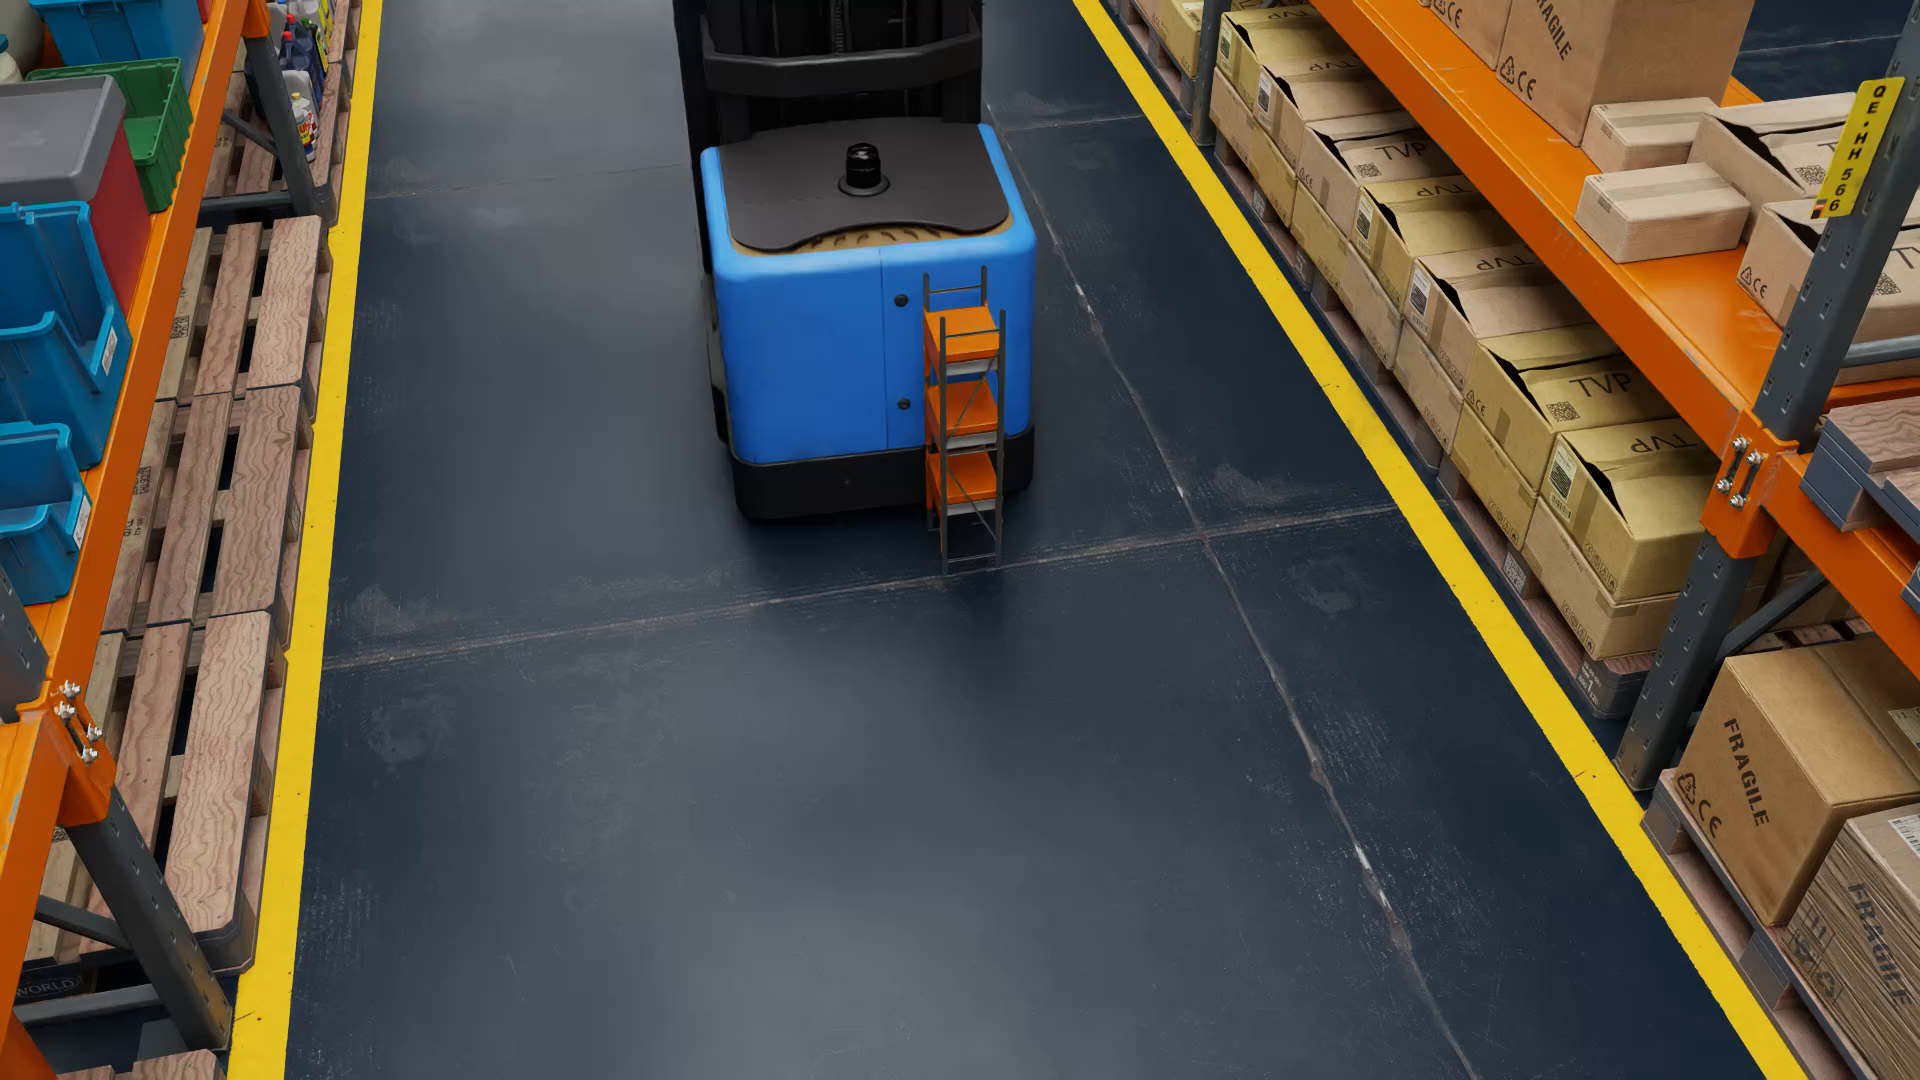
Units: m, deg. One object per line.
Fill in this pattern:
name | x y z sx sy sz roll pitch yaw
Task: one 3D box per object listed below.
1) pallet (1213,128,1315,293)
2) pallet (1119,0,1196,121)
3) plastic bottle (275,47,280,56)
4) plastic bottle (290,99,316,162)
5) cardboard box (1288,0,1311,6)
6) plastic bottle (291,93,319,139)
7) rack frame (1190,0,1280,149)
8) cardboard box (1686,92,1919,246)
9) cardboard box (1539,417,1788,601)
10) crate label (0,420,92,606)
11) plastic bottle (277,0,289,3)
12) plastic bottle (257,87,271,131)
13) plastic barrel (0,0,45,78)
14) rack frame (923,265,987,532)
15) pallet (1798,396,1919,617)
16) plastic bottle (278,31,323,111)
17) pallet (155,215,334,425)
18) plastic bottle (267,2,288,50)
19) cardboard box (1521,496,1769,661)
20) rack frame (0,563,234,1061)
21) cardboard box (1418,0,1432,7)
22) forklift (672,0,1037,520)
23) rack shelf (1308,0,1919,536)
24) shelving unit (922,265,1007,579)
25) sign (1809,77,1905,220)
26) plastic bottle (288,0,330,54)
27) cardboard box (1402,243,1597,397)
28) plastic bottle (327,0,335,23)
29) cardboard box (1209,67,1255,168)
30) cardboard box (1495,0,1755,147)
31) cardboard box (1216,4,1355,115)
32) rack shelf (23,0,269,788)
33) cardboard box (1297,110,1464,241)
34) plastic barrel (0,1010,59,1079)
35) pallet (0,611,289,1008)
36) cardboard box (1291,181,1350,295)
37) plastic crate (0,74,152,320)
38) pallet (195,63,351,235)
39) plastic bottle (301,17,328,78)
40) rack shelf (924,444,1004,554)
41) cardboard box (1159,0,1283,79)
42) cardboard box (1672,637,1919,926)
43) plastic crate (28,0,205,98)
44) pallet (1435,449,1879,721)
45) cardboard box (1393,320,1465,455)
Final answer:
pallet | 1.792 -1.561 7.350 1.003 0.211 1.213 -8 42 -9
pallet | 1.464 -2.555 8.469 1.003 0.211 1.213 -8 42 -9
plastic bottle | -3.161 -2.172 7.661 0.097 0.271 0.097 0 42 0
plastic bottle | -2.883 -1.782 7.222 0.097 0.271 0.097 0 42 0
cardboard box | 1.801 -2.831 7.869 0.500 0.500 0.500 -8 42 -9
plastic bottle | -2.927 -1.888 7.394 0.097 0.201 0.097 0 42 0
rack frame | 1.595 -3.076 6.956 1.000 3.000 0.127 -8 42 -9
cardboard box | 2.454 -1.057 4.749 0.500 0.311 0.500 -9 42 -10
cardboard box | 2.105 -0.126 4.965 0.500 0.311 0.500 -7 42 -8
crate label | -2.104 -0.040 3.662 0.303 0.233 0.416 -8 42 -9
plastic bottle | -3.341 -2.665 8.269 0.097 0.201 0.097 0 42 0
plastic bottle | -3.083 -1.977 7.432 0.061 0.283 0.133 -8 42 -9
plastic barrel | -3.250 -1.768 5.380 0.433 0.535 0.433 0 42 0
rack frame | -0.015 -0.437 5.451 0.200 1.050 0.008 -8 42 -9
pallet | 2.673 0.018 3.615 1.213 0.211 1.003 -8 42 -9
plastic bottle | -3.011 -2.125 7.549 0.144 0.351 0.185 -7 42 -8
pallet | -3.035 -0.822 6.517 1.003 0.211 1.213 -8 42 -9
plastic bottle | -3.283 -2.458 7.980 0.152 0.276 0.135 -8 42 -9
cardboard box | 2.107 0.082 5.153 0.500 0.250 0.500 -7 42 -8
rack frame | -2.379 0.224 3.238 1.000 3.000 0.127 -8 42 -9
cardboard box | 1.859 -2.272 5.974 0.500 0.500 0.500 -6 42 -6
forklift | -0.508 -2.150 5.964 1.130 2.935 3.031 -7 42 -8
rack shelf | 2.027 -1.511 5.734 1.077 0.370 4.000 -8 42 -9
shelving unit | 0.012 -0.358 5.362 0.215 1.050 0.252 -8 42 -9
sign | 1.917 -0.835 3.558 0.100 0.325 0.005 -8 42 -9
plastic bottle | -3.144 -2.523 7.997 0.144 0.351 0.185 -9 42 -10
cardboard box | 1.880 -0.790 5.712 0.500 0.311 0.500 -9 42 -10
plastic bottle | -3.224 -2.723 8.278 0.152 0.276 0.135 -9 42 -10
cardboard box | 1.440 -1.908 7.395 0.500 0.250 0.500 -9 42 -10
cardboard box | 2.080 -1.606 5.224 0.500 0.500 0.500 -10 43 -12
cardboard box | 1.441 -2.111 7.201 0.500 0.311 0.500 -8 42 -9
rack shelf | -2.811 -0.803 4.937 1.077 0.370 4.000 -8 42 -9
cardboard box | 1.657 -1.450 6.457 0.500 0.311 0.500 -10 43 -11
plastic barrel | -2.257 1.193 3.465 0.600 0.830 0.708 -8 42 -9
pallet | -2.508 0.759 4.736 1.003 0.211 1.213 -8 42 -9
cardboard box | 1.664 -1.241 6.643 0.500 0.250 0.500 -10 42 -11
plastic crate | -2.429 -0.891 4.446 0.402 0.464 0.583 -8 42 -9
pallet | -3.347 -1.767 7.582 1.003 0.211 1.213 -8 42 -9
plastic bottle | -3.047 -2.335 7.836 0.061 0.283 0.133 -7 42 -7
rack shelf | 0.012 -0.142 5.554 0.215 0.259 0.240 -8 42 -9
cardboard box | 1.282 -2.474 8.033 0.500 0.250 0.500 -8 42 -9
cardboard box | 2.278 0.623 4.340 0.500 0.500 0.500 -7 42 -7
plastic crate | -2.701 -1.692 5.409 0.392 0.384 0.575 -8 42 -9
pallet | 2.319 0.020 5.568 1.003 0.211 1.213 -8 42 -9
cardboard box | 1.886 -0.578 5.897 0.500 0.250 0.500 -7 42 -8
